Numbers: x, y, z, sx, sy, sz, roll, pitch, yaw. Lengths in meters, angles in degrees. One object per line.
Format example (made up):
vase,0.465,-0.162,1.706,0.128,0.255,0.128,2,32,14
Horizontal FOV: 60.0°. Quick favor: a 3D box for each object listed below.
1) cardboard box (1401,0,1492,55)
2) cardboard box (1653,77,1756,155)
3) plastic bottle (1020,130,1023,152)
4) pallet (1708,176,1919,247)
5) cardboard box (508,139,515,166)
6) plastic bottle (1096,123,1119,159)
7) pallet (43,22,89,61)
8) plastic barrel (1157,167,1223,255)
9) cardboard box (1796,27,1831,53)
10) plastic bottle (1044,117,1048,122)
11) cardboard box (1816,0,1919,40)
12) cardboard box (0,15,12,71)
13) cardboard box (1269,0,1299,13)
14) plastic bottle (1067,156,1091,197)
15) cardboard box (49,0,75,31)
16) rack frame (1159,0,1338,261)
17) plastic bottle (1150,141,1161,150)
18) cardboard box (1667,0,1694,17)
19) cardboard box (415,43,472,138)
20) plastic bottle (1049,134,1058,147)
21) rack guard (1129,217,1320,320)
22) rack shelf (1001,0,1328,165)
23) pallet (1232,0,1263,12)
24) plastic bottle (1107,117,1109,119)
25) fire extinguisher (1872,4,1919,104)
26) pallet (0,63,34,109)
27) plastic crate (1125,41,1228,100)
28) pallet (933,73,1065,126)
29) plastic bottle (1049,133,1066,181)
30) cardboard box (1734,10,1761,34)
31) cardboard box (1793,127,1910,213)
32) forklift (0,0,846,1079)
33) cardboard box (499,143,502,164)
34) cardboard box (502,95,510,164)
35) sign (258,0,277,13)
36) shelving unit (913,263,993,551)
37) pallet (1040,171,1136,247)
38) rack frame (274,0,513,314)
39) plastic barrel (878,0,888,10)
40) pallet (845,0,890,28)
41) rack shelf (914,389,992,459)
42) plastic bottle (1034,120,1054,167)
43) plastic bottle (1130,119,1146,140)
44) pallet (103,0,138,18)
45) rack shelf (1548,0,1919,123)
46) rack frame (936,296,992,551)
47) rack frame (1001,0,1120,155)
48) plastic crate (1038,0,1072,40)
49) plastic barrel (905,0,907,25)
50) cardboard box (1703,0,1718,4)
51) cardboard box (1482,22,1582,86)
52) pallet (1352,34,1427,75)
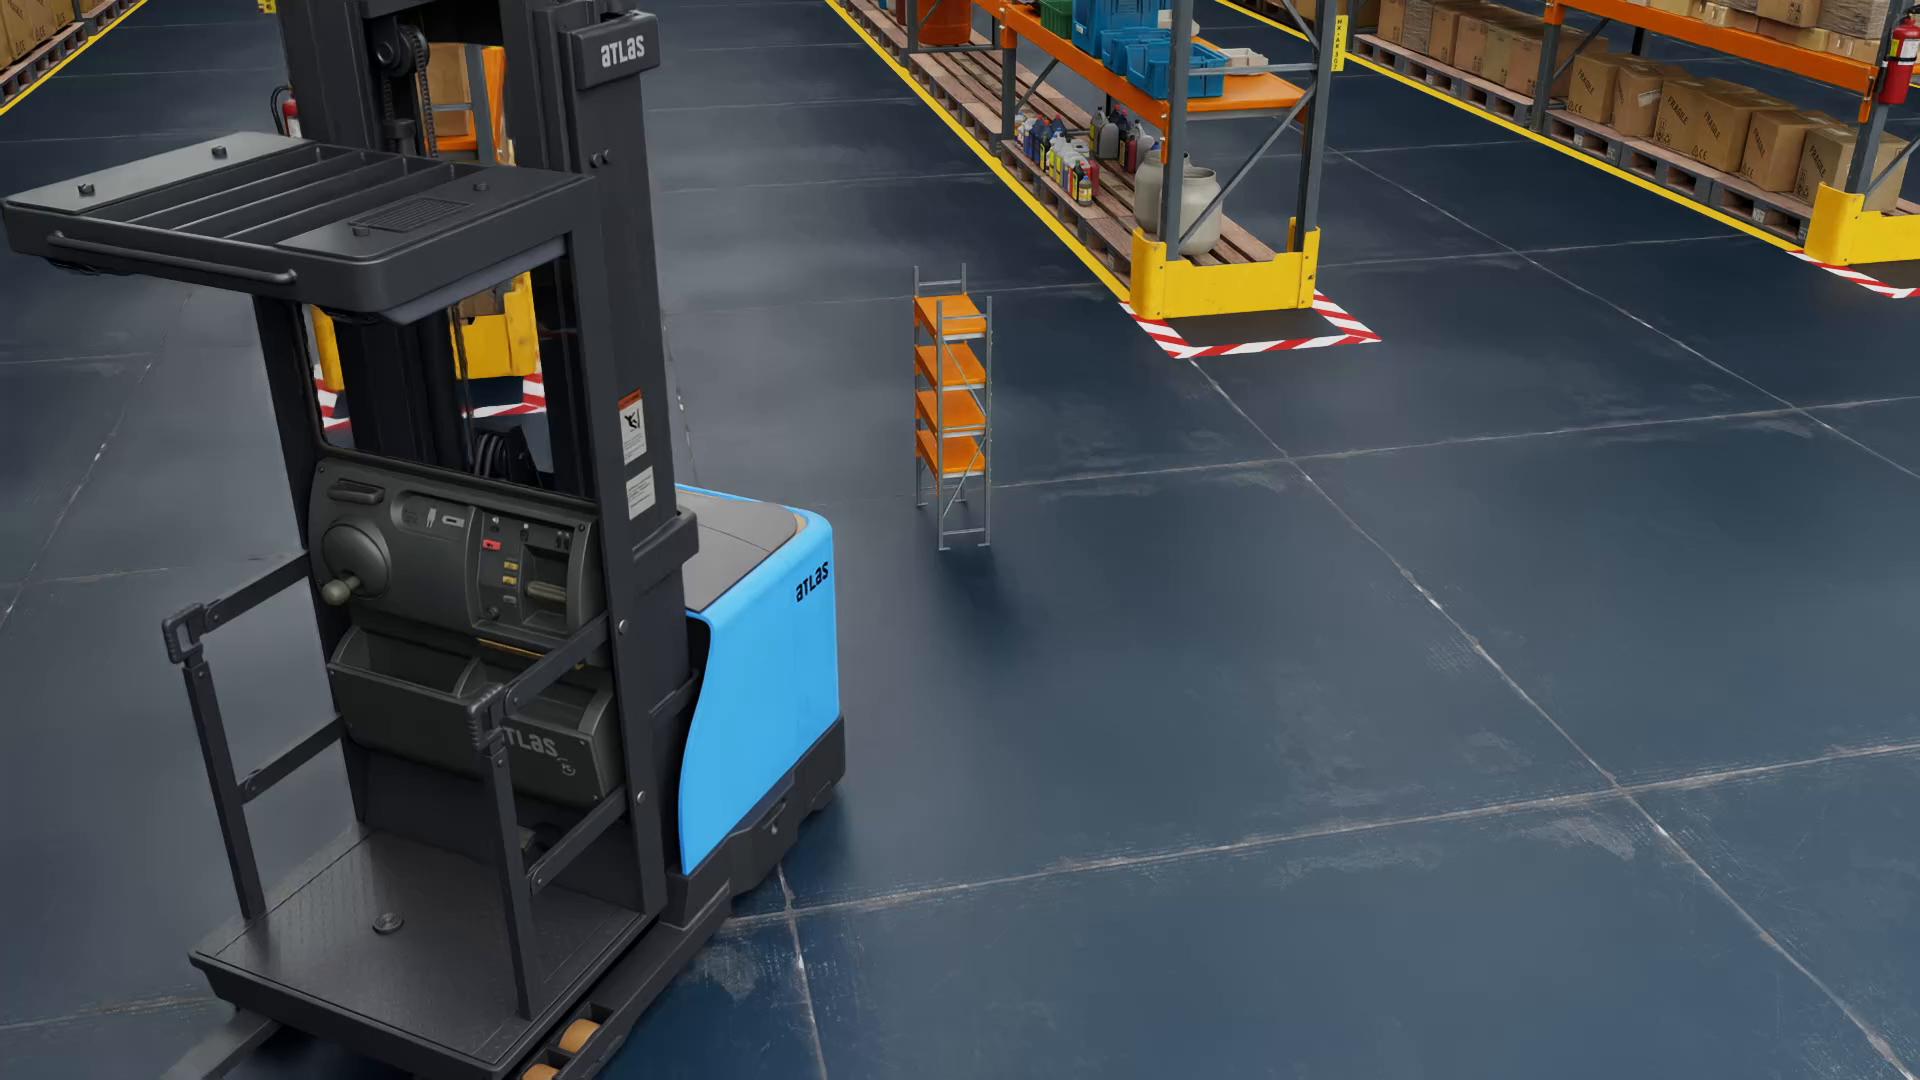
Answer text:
cardboard box,5.082,-5.391,17.387,0.700,0.500,0.500,-8,28,-16
cardboard box,6.079,-3.465,13.595,0.500,0.500,0.500,-8,28,-16
plastic bottle,0.540,-3.259,13.495,0.097,0.201,0.097,0,27,0
pallet,6.411,-2.481,12.432,1.003,0.211,1.213,-6,27,-12
cardboard box,-3.660,-2.863,12.678,0.500,0.250,0.500,-6,27,-12
plastic bottle,1.180,-3.202,13.300,0.152,0.276,0.135,-6,27,-12
pallet,-10.358,-5.516,18.444,1.003,0.211,1.213,-6,27,-12
plastic barrel,1.528,-2.188,11.050,0.421,0.512,0.421,0,27,0
cardboard box,6.149,-3.539,11.711,0.380,0.149,0.250,-6,27,-12
plastic bottle,0.697,-3.257,13.400,0.061,0.283,0.133,-6,27,-12
cardboard box,6.479,-3.754,11.418,0.875,0.500,0.500,-6,27,-12
cardboard box,-9.742,-4.900,16.048,0.750,0.750,0.750,-6,27,-12
cardboard box,4.445,-6.781,19.747,1.225,0.875,0.875,-6,27,-11
plastic bottle,0.880,-2.685,12.276,0.152,0.276,0.135,-6,27,-11
cardboard box,-10.332,-6.047,18.322,0.750,0.750,0.750,-6,27,-11
rack frame,1.751,-2.830,10.027,1.000,3.000,0.127,-6,27,-12
plastic bottle,1.501,-2.919,12.744,0.097,0.271,0.097,0,27,0
cardboard box,5.782,-4.194,13.010,0.380,0.149,0.250,-6,27,-12
cardboard box,-3.168,-2.579,9.420,0.700,0.500,0.500,-6,27,-12
plastic bottle,0.739,-3.024,12.952,0.097,0.271,0.097,0,27,0
rack guard,1.688,-1.742,10.647,1.175,0.500,0.348,-6,27,-12
rack shelf,1.300,-3.386,11.929,1.077,0.370,4.000,-6,27,-12
pallet,4.120,-7.025,21.433,1.003,0.211,1.213,-6,27,-12
plastic bottle,1.235,-3.405,13.785,0.097,0.201,0.097,0,27,0
fire extinguisher,6.153,-3.201,10.849,0.296,0.674,0.183,-6,27,-12
pallet,-9.808,-4.445,16.321,1.003,0.211,1.213,-6,27,-12
plastic crate,1.347,-2.953,10.436,0.499,0.251,0.616,-6,27,-12
pallet,0.356,-4.218,15.873,1.003,0.211,1.213,-6,27,-12
plastic bottle,0.766,-2.933,12.684,0.144,0.351,0.185,-6,27,-12
cardboard box,6.014,-3.872,12.370,0.380,0.149,0.250,-6,27,-12
cardboard box,6.452,-2.680,12.039,0.500,0.500,0.500,-1,27,-2
forklift,-1.481,0.077,4.344,1.130,2.935,3.031,12,29,22
cardboard box,-3.220,-2.319,10.768,0.500,0.500,0.500,-6,27,-12
cardboard box,-3.558,-2.977,12.072,0.500,0.500,0.500,-6,27,-12
sign,-3.608,-2.902,8.623,0.100,0.325,0.005,-6,27,-12
shelving unit,-0.037,-0.608,7.624,0.258,1.200,0.503,-6,27,-12
pallet,1.239,-2.505,12.479,1.003,0.211,1.213,-6,27,-12
rack frame,-3.076,-2.328,9.034,1.000,3.000,0.127,-6,27,-12
plastic barrel,-0.688,-6.797,19.750,0.600,0.901,0.708,-6,27,-12
pallet,-0.820,-6.510,20.413,1.003,0.211,1.213,-6,27,-12
rack shelf,-0.037,-0.548,7.654,0.258,0.148,0.480,-6,27,-12
plastic bottle,0.670,-3.120,13.054,0.144,0.351,0.185,-7,28,-14
plastic bottle,1.392,-3.120,13.054,0.144,0.351,0.185,-6,27,-12
pallet,-10.979,-6.725,20.840,1.003,0.211,1.213,-6,27,-12
rack shelf,6.126,-3.889,12.925,1.077,0.370,4.000,-6,27,-12
rack frame,0.018,-0.501,7.411,0.240,1.200,0.015,-6,27,-12
rack frame,0.850,-4.586,13.506,1.000,3.000,0.127,-6,27,-12
plastic crate,0.880,-3.866,12.316,0.450,0.188,0.662,-6,27,-12
plastic barrel,-0.393,-5.870,18.346,0.421,0.512,0.421,0,27,0
cardboard box,6.078,-4.406,12.710,0.875,0.500,0.500,-6,27,-12
cardboard box,5.469,-4.652,15.924,0.700,0.500,0.500,-6,27,-12
pallet,4.948,-5.257,17.930,1.003,0.211,1.213,-6,27,-12
